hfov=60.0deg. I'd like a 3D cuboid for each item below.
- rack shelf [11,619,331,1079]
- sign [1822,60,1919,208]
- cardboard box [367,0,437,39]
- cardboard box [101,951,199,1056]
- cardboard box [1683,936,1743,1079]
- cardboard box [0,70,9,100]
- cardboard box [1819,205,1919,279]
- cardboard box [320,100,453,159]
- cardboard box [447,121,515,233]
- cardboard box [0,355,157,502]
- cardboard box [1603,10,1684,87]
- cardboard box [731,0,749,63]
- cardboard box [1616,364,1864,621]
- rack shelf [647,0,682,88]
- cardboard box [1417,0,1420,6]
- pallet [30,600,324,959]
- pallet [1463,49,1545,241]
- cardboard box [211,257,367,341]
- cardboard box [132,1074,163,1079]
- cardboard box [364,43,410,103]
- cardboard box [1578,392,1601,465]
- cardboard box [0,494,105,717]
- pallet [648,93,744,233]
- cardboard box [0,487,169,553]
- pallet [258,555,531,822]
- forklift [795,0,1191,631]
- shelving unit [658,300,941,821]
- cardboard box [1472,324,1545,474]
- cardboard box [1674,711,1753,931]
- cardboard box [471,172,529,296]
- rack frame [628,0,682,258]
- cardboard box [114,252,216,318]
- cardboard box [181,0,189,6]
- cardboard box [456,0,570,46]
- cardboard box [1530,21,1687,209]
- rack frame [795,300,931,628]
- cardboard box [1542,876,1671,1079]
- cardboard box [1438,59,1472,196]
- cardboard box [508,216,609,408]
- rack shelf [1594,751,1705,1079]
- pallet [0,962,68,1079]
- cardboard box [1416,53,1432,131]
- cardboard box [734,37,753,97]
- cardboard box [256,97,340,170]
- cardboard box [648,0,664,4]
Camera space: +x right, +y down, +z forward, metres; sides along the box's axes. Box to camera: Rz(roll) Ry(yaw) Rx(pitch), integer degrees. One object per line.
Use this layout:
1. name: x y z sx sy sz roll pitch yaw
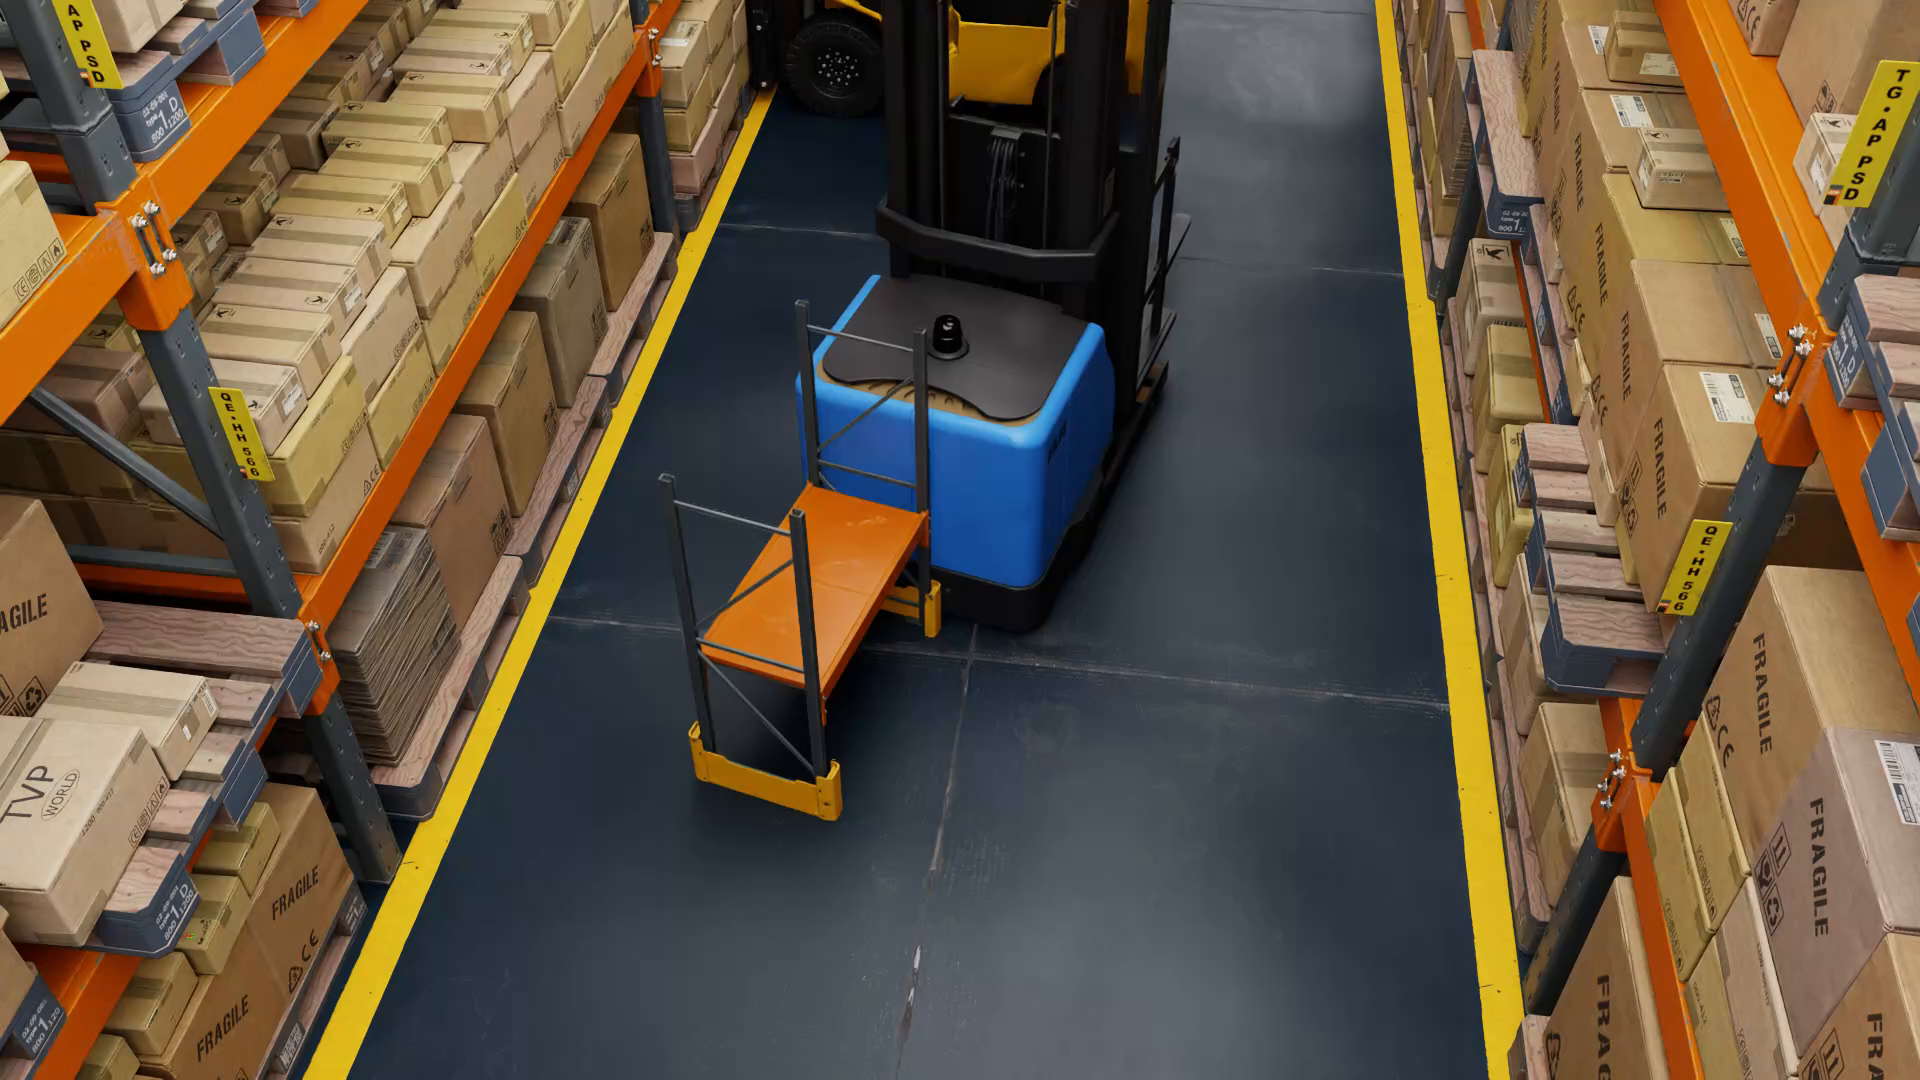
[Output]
1. rack shelf: -2.787 1.684 3.813 1.077 0.370 4.000 5 44 6
2. sign: 1.860 -0.820 3.376 0.100 0.325 0.005 5 44 6
3. cardboard box: -2.388 -2.194 6.841 0.380 0.149 0.250 5 44 5
4. cardboard box: -2.421 1.303 4.733 0.380 0.149 0.250 4 44 4
5. cardboard box: 2.033 1.225 3.884 0.500 0.250 0.500 4 44 4
6. cardboard box: -2.275 -0.967 3.511 0.380 0.149 0.250 7 44 7
7. cardboard box: 2.231 -0.724 3.834 0.380 0.149 0.250 5 44 6
8. cardboard box: -2.090 -1.470 6.076 0.380 0.149 0.250 5 44 6
9. cardboard box: -2.025 -1.395 6.287 0.500 0.250 0.500 6 44 6
10. cardboard box: -2.739 -0.399 5.235 0.500 0.250 0.500 6 44 6
11. cardboard box: 2.472 -1.712 5.810 0.380 0.149 0.250 8 44 8
12. cardboard box: -1.482 -2.989 9.556 0.500 0.250 0.500 5 44 5
13. cardboard box: 2.182 -0.124 4.605 0.500 0.500 0.500 4 44 4
14. rack shelf: -1.730 -3.769 9.572 1.077 0.370 4.000 5 44 6
15. cardboard box: 3.007 -3.473 9.885 0.500 0.500 0.500 4 44 4
16. pallet: -2.543 0.597 4.577 1.213 0.211 1.003 5 44 6
17. pallet: 2.681 -1.641 6.941 1.003 0.211 1.213 5 44 6
18. cardboard box: -2.146 -0.762 5.329 0.380 0.149 0.250 6 44 7
19. cardboard box: -2.509 1.819 4.660 0.500 0.500 0.500 7 44 7
20. cardboard box: -2.471 -1.781 6.695 0.500 0.250 0.500 4 44 5
21. cardboard box: 2.202 -0.334 5.298 0.380 0.149 0.250 3 44 4
22. cardboard box: -2.746 0.207 4.471 0.500 0.500 0.500 7 44 7
23. pallet: -1.848 -2.192 9.412 1.003 0.211 1.213 5 44 6
24. cardboard box: -2.717 -0.216 5.405 0.500 0.250 0.500 4 44 5
25. pallet: -2.375 0.514 6.553 1.003 0.211 1.213 5 44 6
26. forklift: 0.353 -1.721 6.935 1.130 2.935 3.031 15 45 15
27. shelving unit: -0.540 0.082 6.072 0.587 1.500 1.083 15 45 15
28. cardboard box: 2.768 -0.568 7.274 0.950 0.372 0.625 8 44 8
29. cardboard box: 2.086 0.704 4.070 0.500 0.250 0.500 5 44 5
30. cardboard box: -2.019 -1.214 6.459 0.500 0.250 0.500 7 44 7
31. rack frame: -1.994 -2.667 7.885 1.000 3.000 0.127 5 44 6
32. cardboard box: -2.662 -0.812 5.381 0.380 0.149 0.250 5 44 5
33. cardboard box: -2.186 -1.726 4.259 0.500 0.500 0.500 6 44 6
34. cardboard box: -1.823 -2.155 6.799 0.380 0.149 0.250 4 44 4
35. cardboard box: 2.436 -1.544 6.105 0.500 0.500 0.500 5 44 5
36. rack frame: -0.355 -0.250 6.423 0.500 1.500 0.032 15 45 15
37. cardboard box: 2.224 1.590 4.629 0.875 0.875 0.875 5 44 5
38. cardboard box: 2.739 -2.072 8.406 0.500 0.500 0.500 5 44 5
39. cardboard box: -2.162 -1.072 7.622 0.875 0.625 0.625 5 44 5
40. rack shelf: 2.133 2.132 3.340 1.077 0.370 4.000 5 44 6
41. pallet: -2.776 1.455 3.671 1.003 0.211 1.213 5 44 6
42. cardboard box: 2.870 -2.509 9.413 0.500 0.250 0.500 6 44 6
43. cardboard box: -1.498 -2.819 9.740 0.500 0.250 0.500 6 44 6
44. cardboard box: -2.497 -1.501 6.109 0.380 0.149 0.250 6 44 7
45. cardboard box: -1.677 -2.982 8.145 0.500 0.500 0.500 4 44 4
